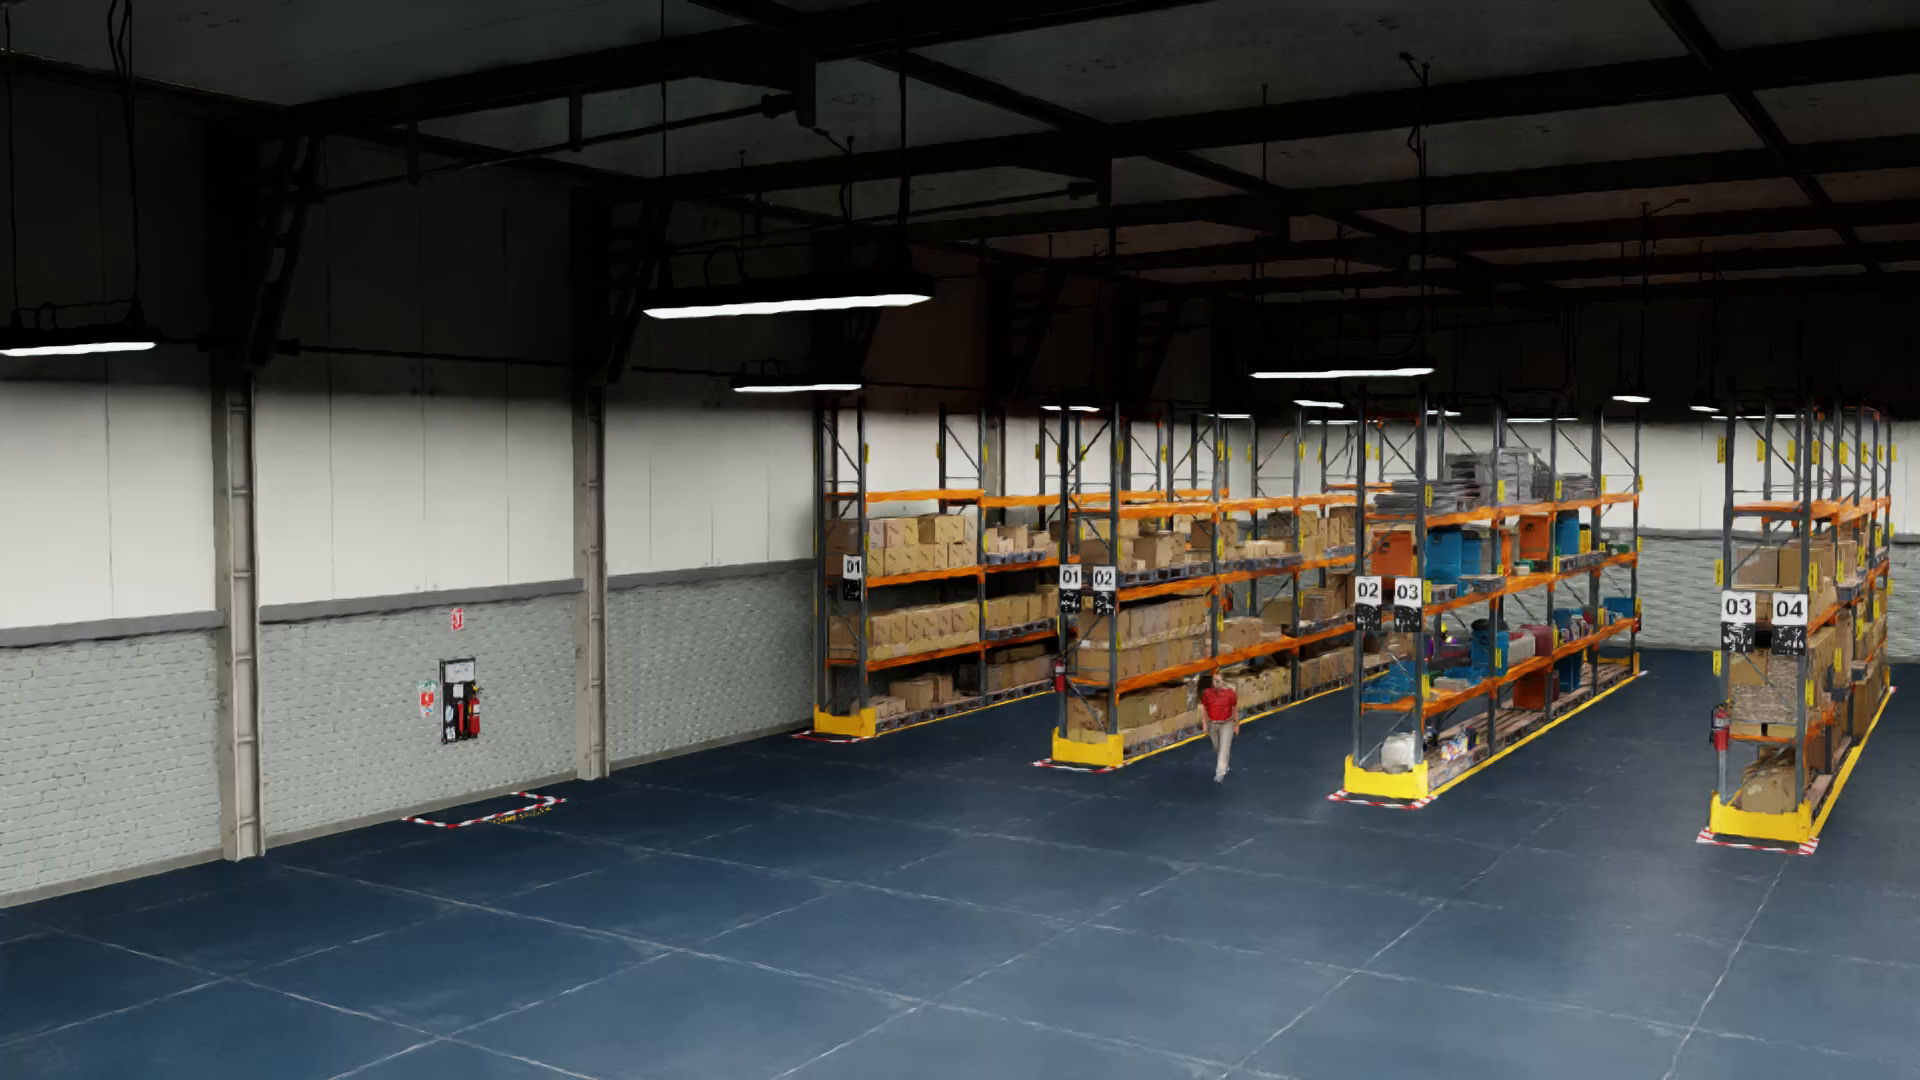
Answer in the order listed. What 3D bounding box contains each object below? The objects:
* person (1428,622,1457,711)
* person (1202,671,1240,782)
[{"bbox_3d":[9.394,2.445,32.411,0.577,1.691,1.121,2,4,35],"label":"person"},{"bbox_3d":[3.951,2.820,25.430,0.547,1.641,1.115,2,3,31],"label":"person"}]
